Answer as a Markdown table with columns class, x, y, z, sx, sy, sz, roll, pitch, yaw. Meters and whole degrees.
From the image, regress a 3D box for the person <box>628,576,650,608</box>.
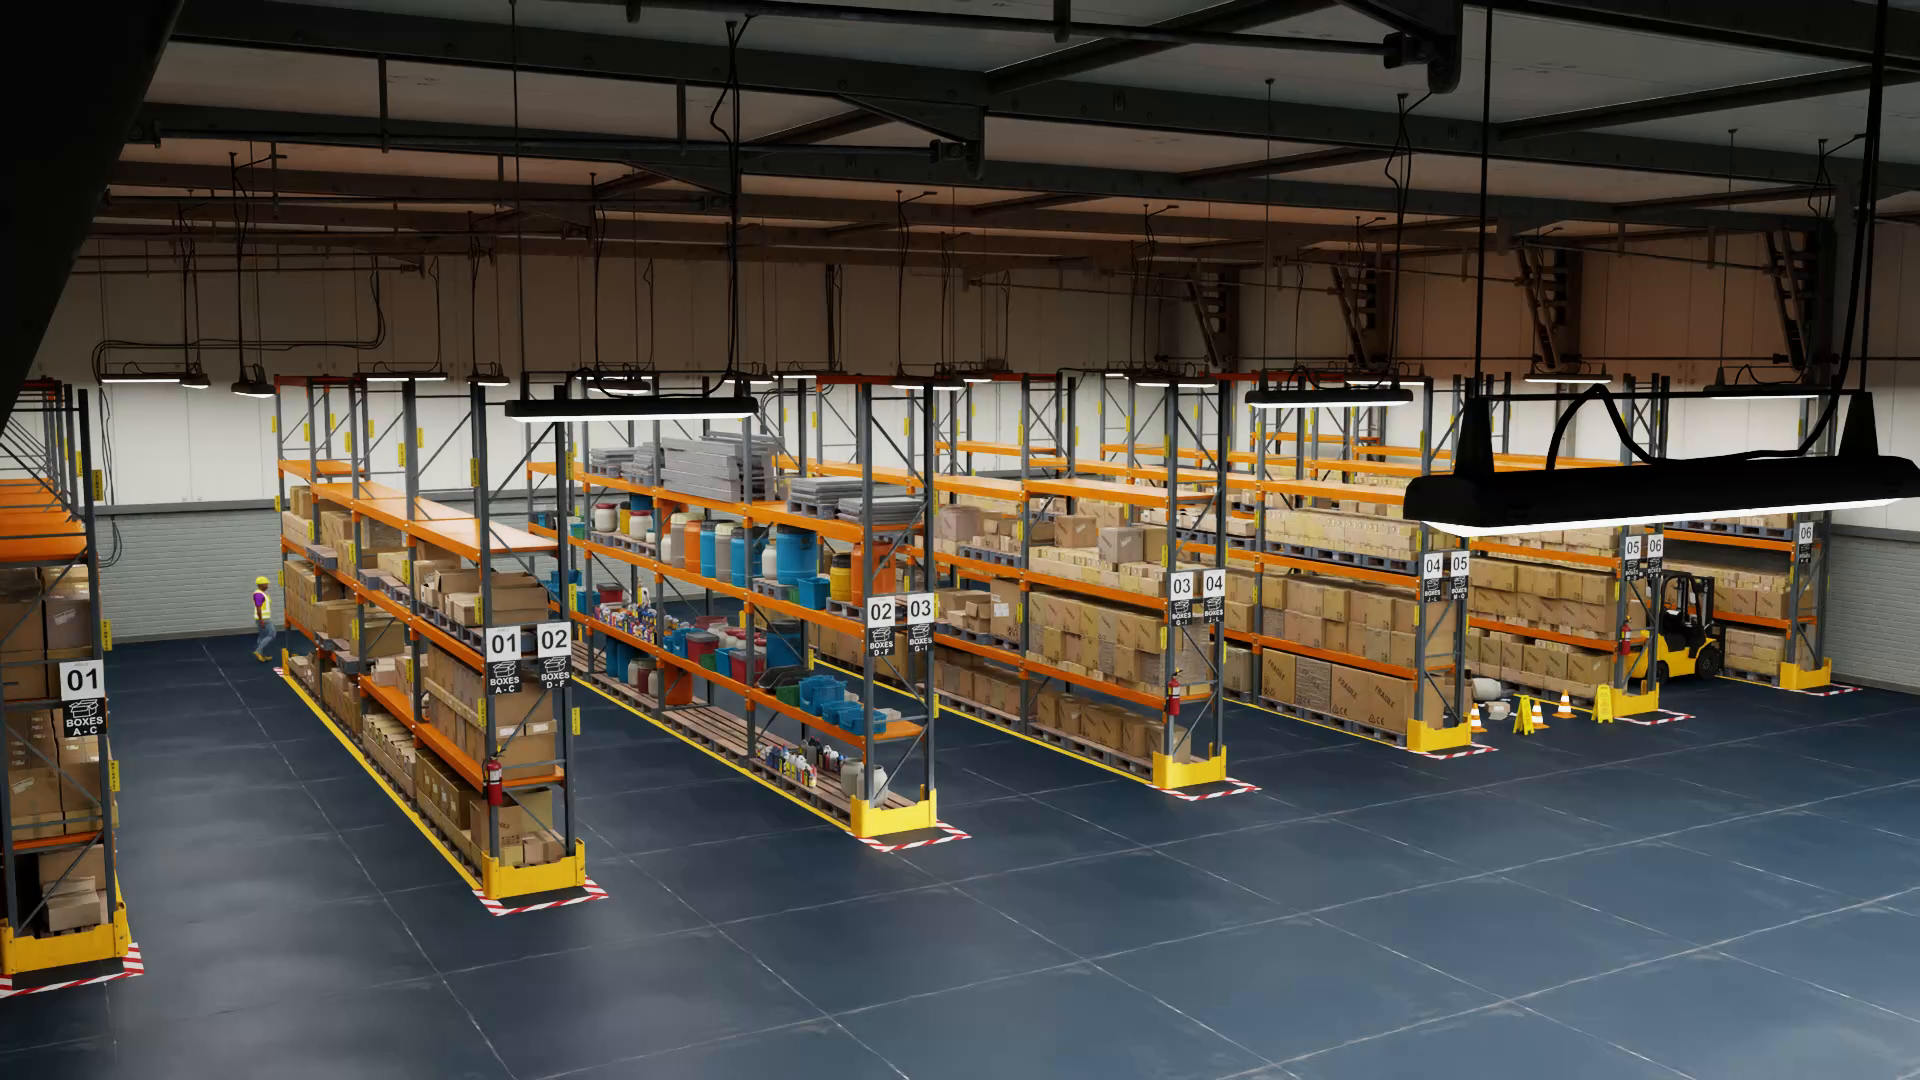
| class | x | y | z | sx | sy | sz | roll | pitch | yaw |
| --- | --- | --- | --- | --- | --- | --- | --- | --- | --- |
| person | -6.969 | 1.560 | 36.061 | 0.492 | 1.633 | 0.852 | -4 | 7 | -32 |

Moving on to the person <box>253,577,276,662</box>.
| class | x | y | z | sx | sy | sz | roll | pitch | yaw |
| --- | --- | --- | --- | --- | --- | --- | --- | --- | --- |
| person | -14.530 | 1.646 | 34.683 | 0.448 | 1.767 | 0.609 | -3 | 7 | -28 |
